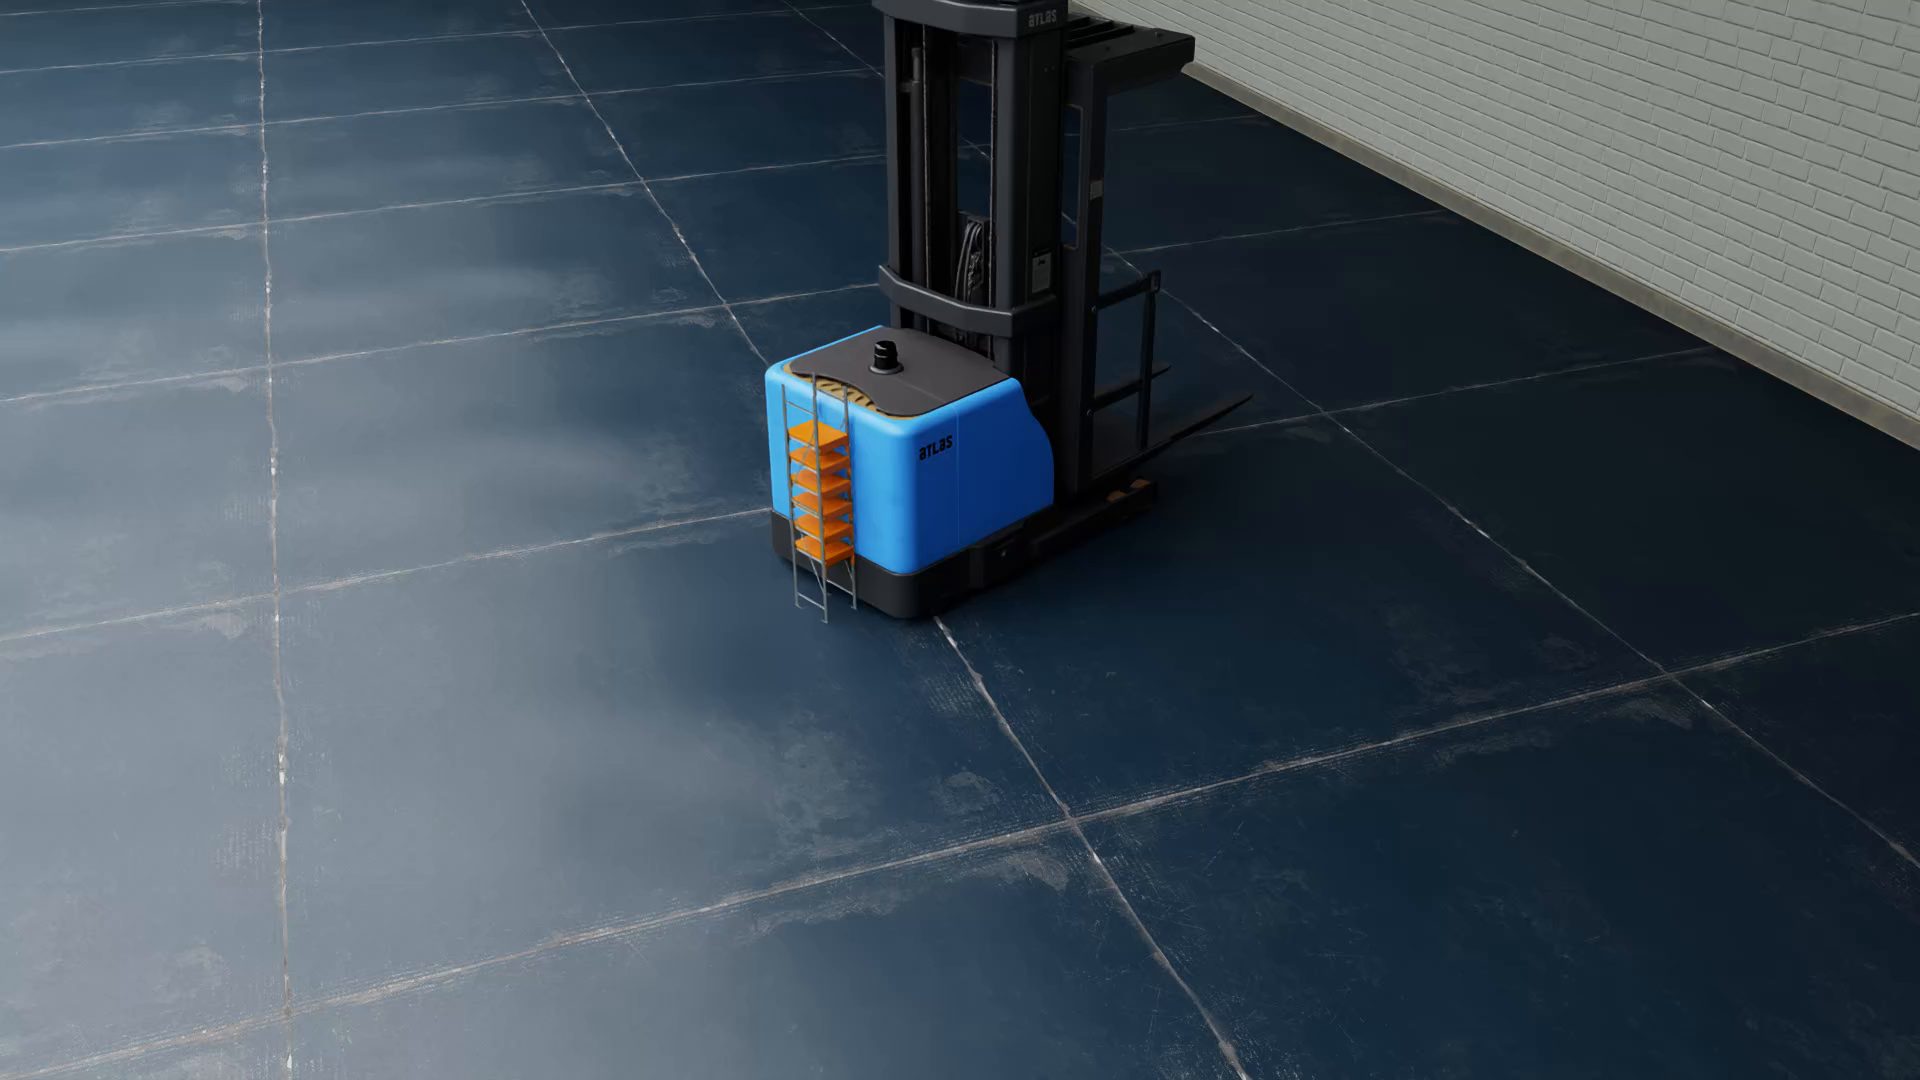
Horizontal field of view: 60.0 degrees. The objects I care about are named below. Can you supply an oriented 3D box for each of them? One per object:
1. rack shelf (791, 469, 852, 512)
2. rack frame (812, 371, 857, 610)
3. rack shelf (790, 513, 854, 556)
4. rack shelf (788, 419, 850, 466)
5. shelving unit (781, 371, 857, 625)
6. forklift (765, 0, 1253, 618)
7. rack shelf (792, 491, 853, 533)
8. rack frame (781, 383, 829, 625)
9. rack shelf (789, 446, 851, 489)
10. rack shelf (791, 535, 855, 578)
[{"bbox_3d":[-0.660,-0.251,7.824,0.180,0.103,0.258,-27,39,-37],"label":"rack shelf"},{"bbox_3d":[-0.595,-0.218,7.917,0.006,1.200,0.240,-27,39,-37],"label":"rack frame"},{"bbox_3d":[-0.659,-0.043,7.944,0.180,0.103,0.258,-27,39,-37],"label":"rack shelf"},{"bbox_3d":[-0.662,-0.459,7.704,0.180,0.103,0.258,-27,39,-37],"label":"rack shelf"},{"bbox_3d":[-0.660,-0.186,7.862,0.189,1.200,0.258,-27,39,-37],"label":"shelving unit"},{"bbox_3d":[0.432,-1.529,8.473,1.130,2.935,3.031,26,39,38],"label":"forklift"},{"bbox_3d":[-0.660,-0.147,7.884,0.180,0.103,0.258,-27,39,-37],"label":"rack shelf"},{"bbox_3d":[-0.725,-0.153,7.806,0.006,1.200,0.240,-27,39,-37],"label":"rack frame"},{"bbox_3d":[-0.661,-0.355,7.764,0.180,0.103,0.258,-27,39,-37],"label":"rack shelf"},{"bbox_3d":[-0.658,0.061,8.004,0.180,0.103,0.258,-27,39,-37],"label":"rack shelf"}]
